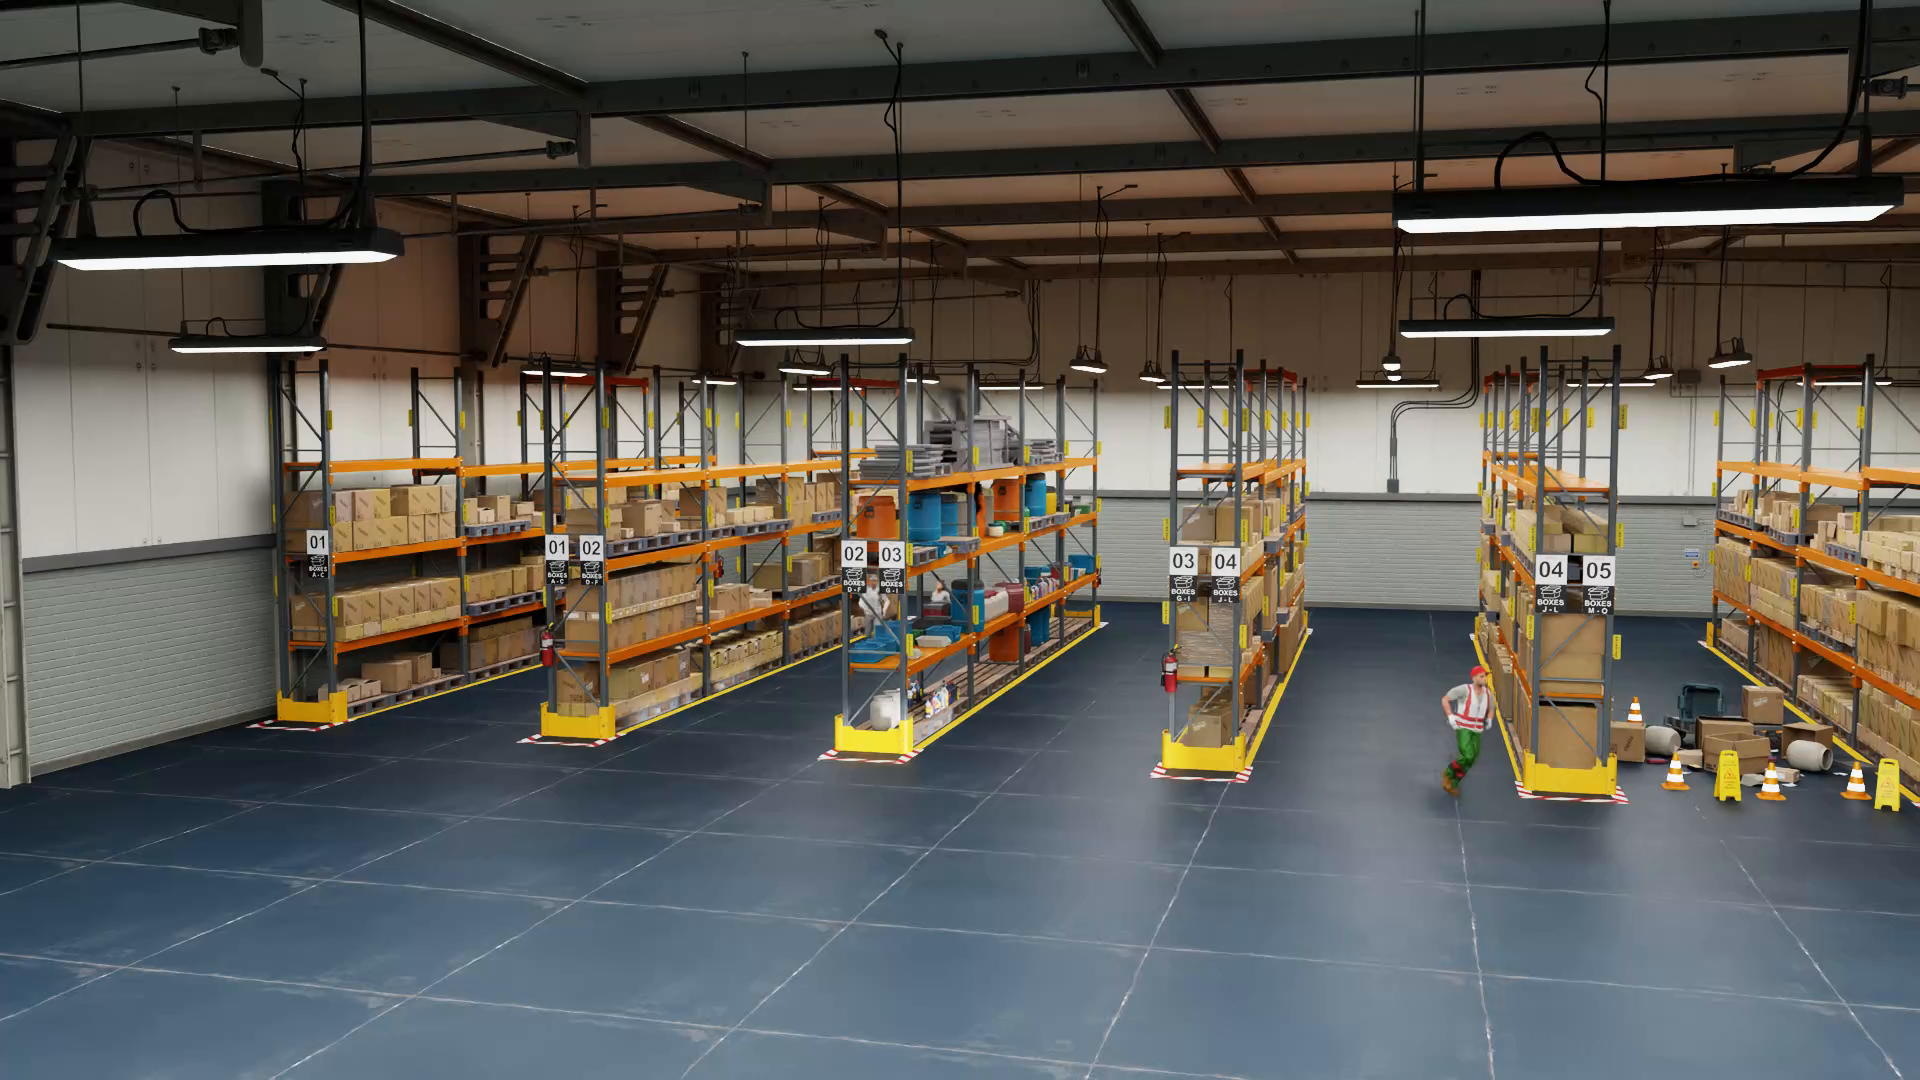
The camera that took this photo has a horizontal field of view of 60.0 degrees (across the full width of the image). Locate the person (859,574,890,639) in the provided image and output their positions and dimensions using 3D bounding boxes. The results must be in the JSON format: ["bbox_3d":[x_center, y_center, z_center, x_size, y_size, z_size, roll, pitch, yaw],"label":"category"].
[{"bbox_3d":[-1.717,1.507,33.298,0.625,1.661,0.665,0,4,3],"label":"person"}]

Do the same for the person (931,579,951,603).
[{"bbox_3d":[-0.441,1.651,35.254,0.552,1.637,0.561,2,5,25],"label":"person"}]

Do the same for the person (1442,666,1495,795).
[{"bbox_3d":[6.838,2.542,22.192,0.696,1.729,0.561,-2,4,-20],"label":"person"}]
